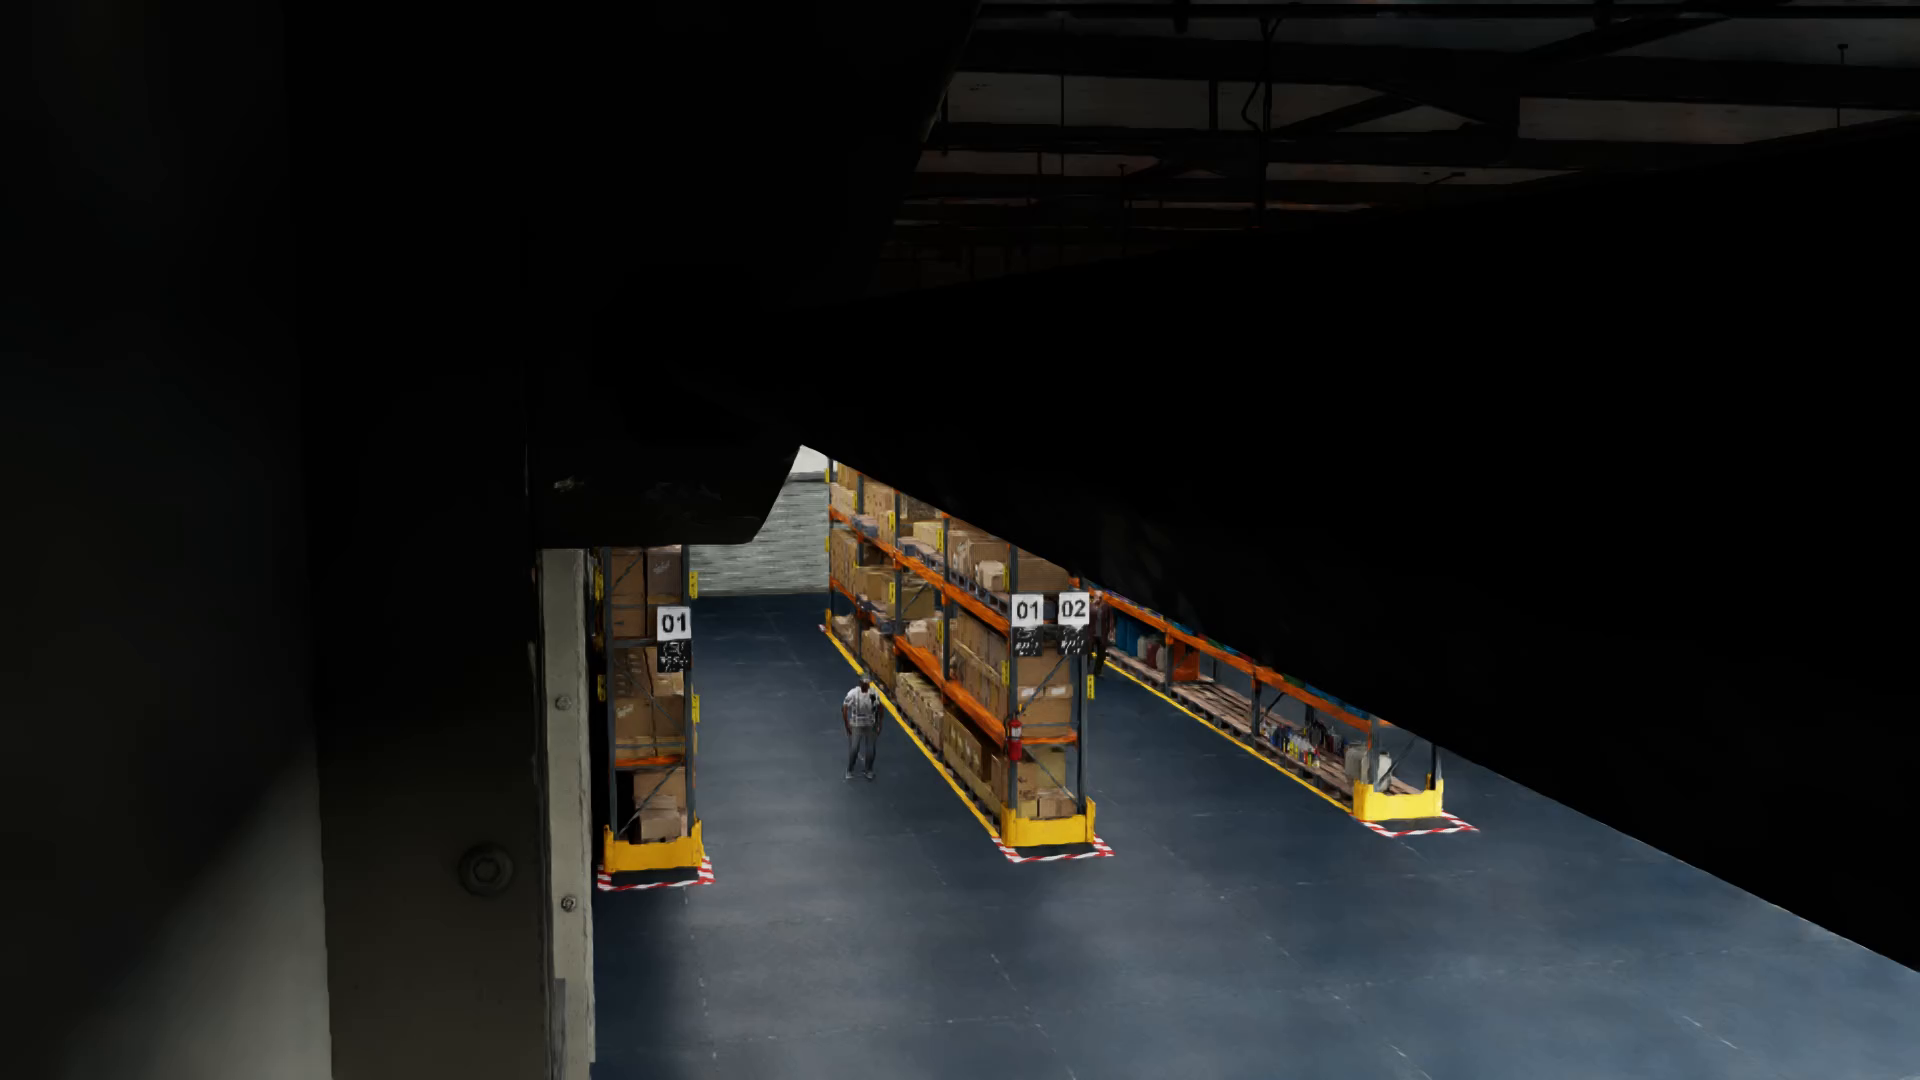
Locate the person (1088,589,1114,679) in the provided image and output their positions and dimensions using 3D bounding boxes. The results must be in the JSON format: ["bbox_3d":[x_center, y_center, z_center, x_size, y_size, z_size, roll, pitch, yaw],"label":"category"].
[{"bbox_3d":[2.534,1.767,31.281,0.729,1.733,0.546,-2,7,-13],"label":"person"}]

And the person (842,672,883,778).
[{"bbox_3d":[-1.409,2.674,24.107,0.592,1.629,0.526,-2,7,-15],"label":"person"}]
